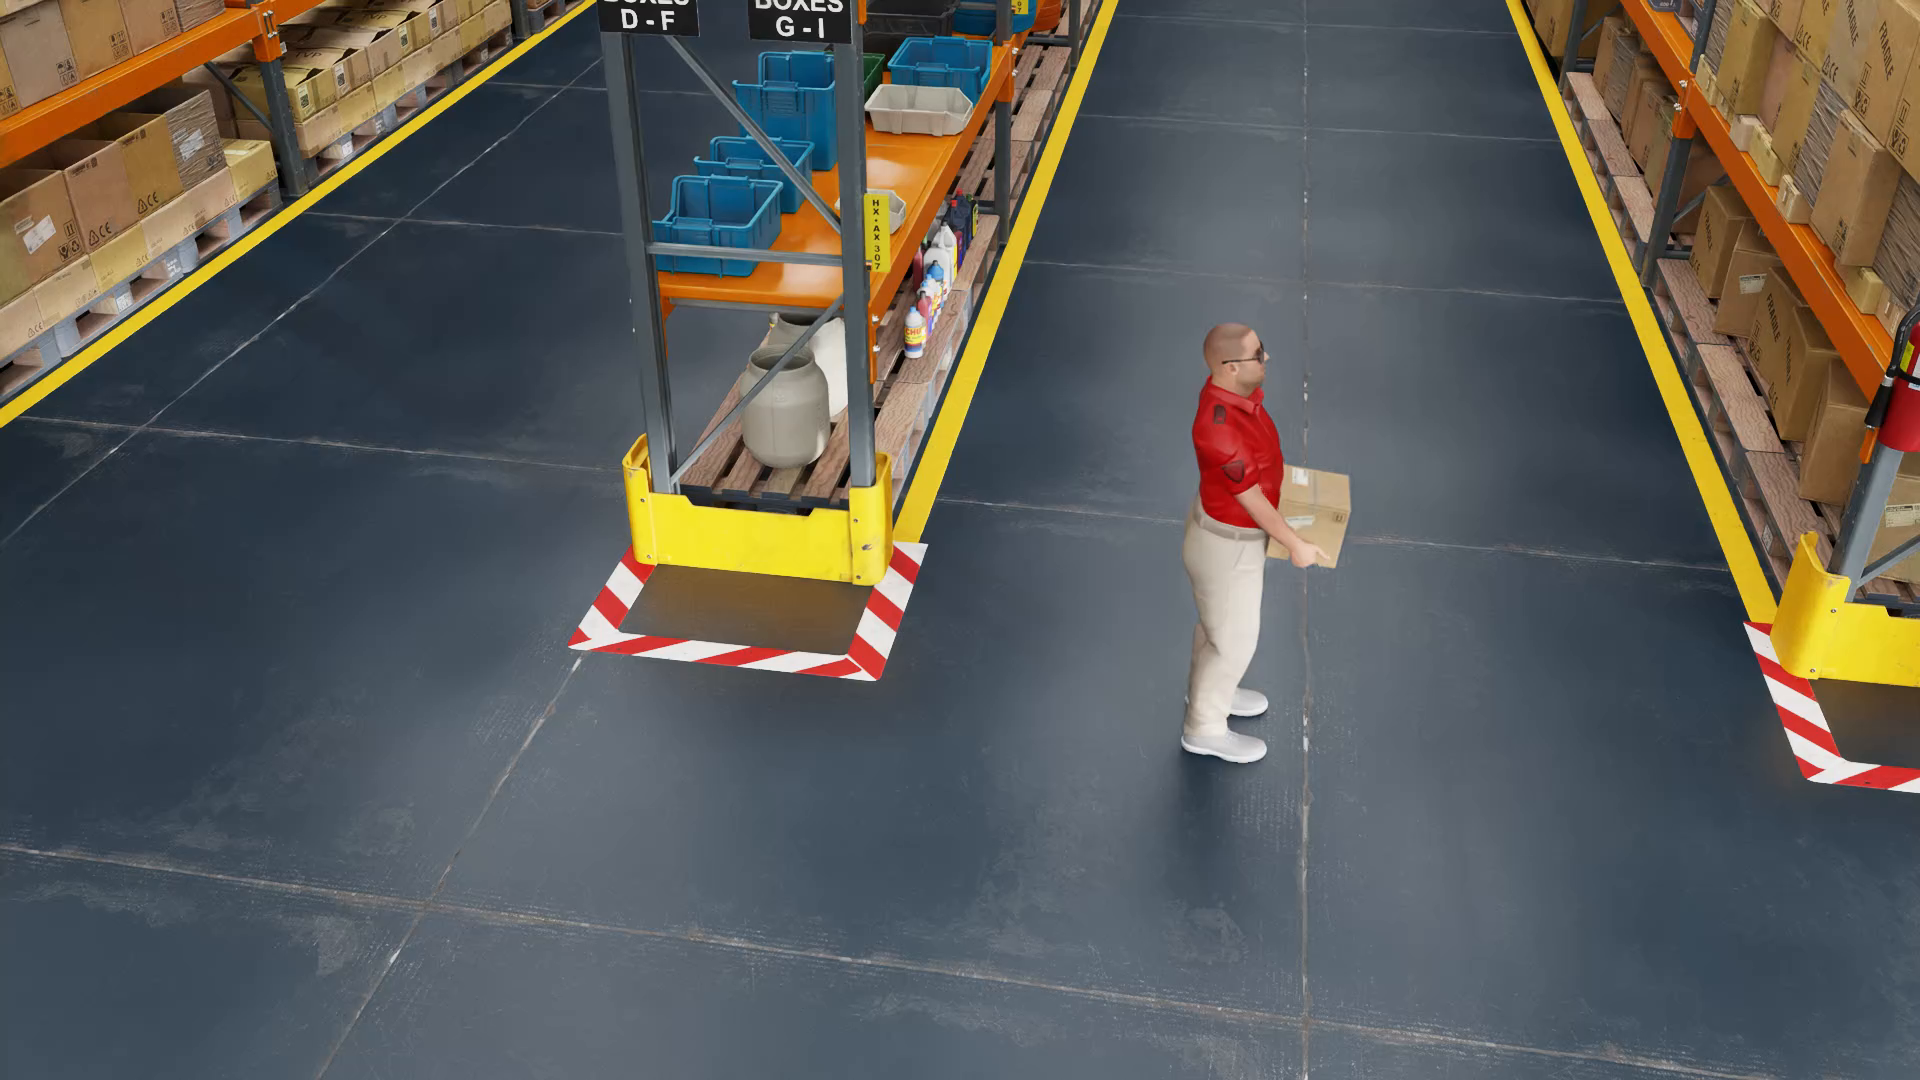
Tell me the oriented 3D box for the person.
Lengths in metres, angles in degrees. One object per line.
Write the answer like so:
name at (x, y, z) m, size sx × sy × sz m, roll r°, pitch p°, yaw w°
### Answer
person at (1.090, 0.007, 6.144) m, size 0.529 × 1.720 × 0.499 m, roll 5°, pitch 33°, yaw 8°
